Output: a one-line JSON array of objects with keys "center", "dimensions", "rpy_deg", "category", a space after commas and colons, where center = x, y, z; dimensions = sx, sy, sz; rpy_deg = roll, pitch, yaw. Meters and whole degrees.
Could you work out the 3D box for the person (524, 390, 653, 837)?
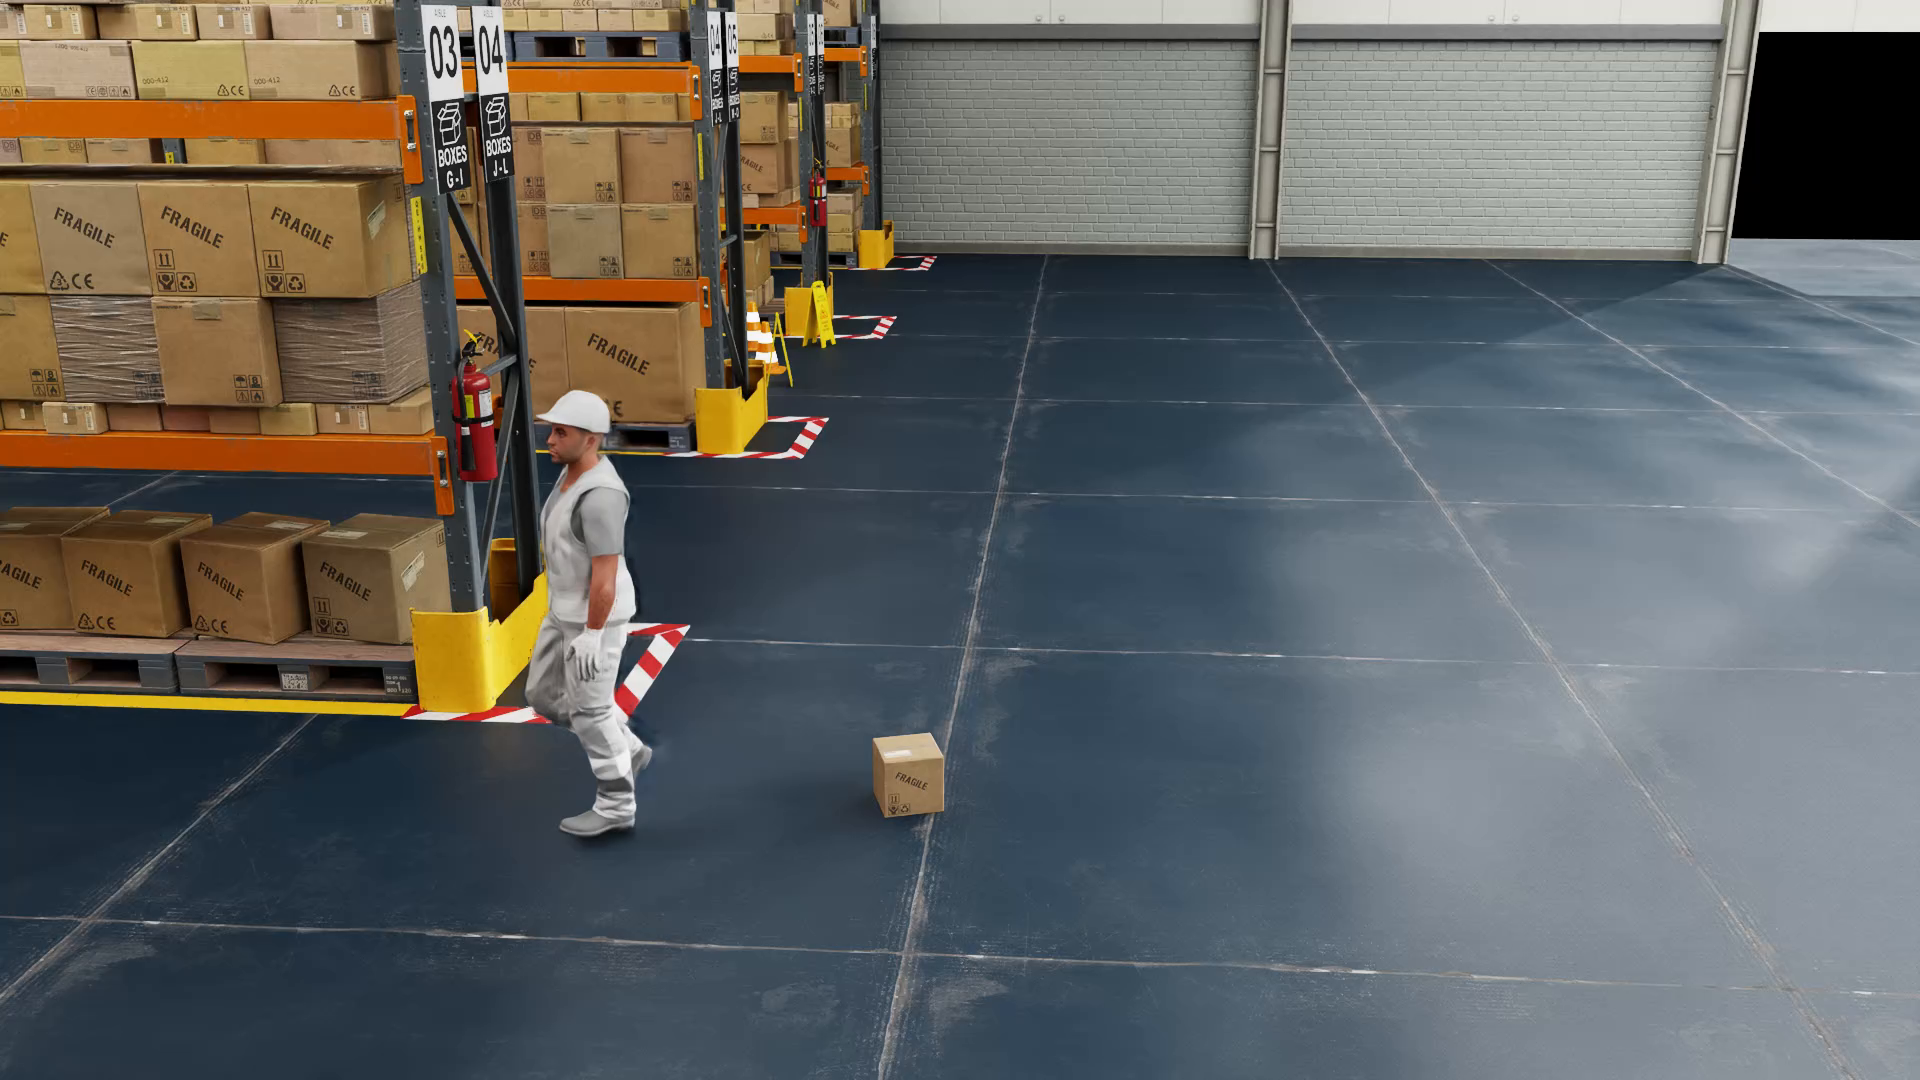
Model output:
[{"center": [-1.444, 0.294, 6.461], "dimensions": [0.483, 1.783, 0.581], "rpy_deg": [-8, 19, -25], "category": "person"}]
